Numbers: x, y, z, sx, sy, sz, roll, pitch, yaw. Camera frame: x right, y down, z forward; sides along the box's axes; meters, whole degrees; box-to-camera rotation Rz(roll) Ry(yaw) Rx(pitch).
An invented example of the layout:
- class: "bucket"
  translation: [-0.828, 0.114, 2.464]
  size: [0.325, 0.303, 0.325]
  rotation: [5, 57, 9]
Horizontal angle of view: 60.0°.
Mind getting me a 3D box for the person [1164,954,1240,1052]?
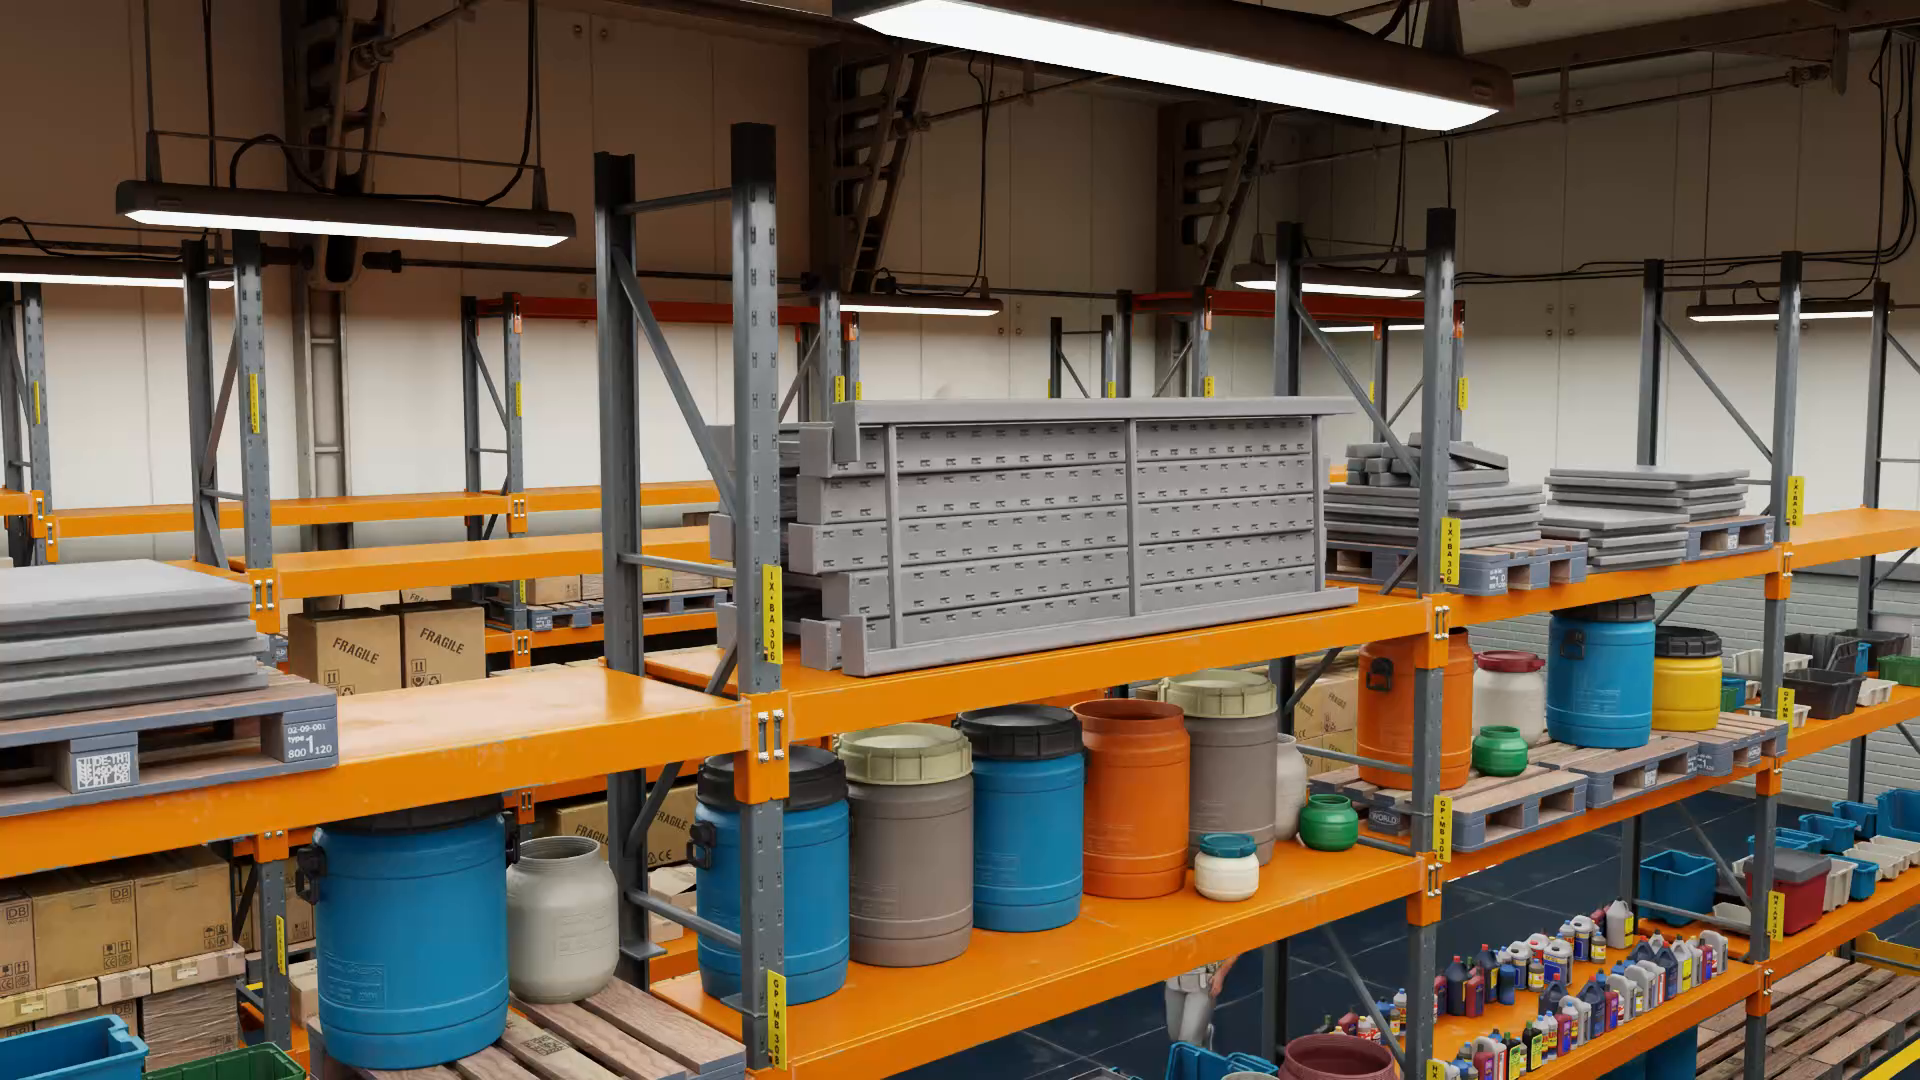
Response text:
- class: "person"
  translation: [1.718, 3.168, 12.029]
  size: [0.653, 1.746, 0.829]
  rotation: [4, 7, 35]
